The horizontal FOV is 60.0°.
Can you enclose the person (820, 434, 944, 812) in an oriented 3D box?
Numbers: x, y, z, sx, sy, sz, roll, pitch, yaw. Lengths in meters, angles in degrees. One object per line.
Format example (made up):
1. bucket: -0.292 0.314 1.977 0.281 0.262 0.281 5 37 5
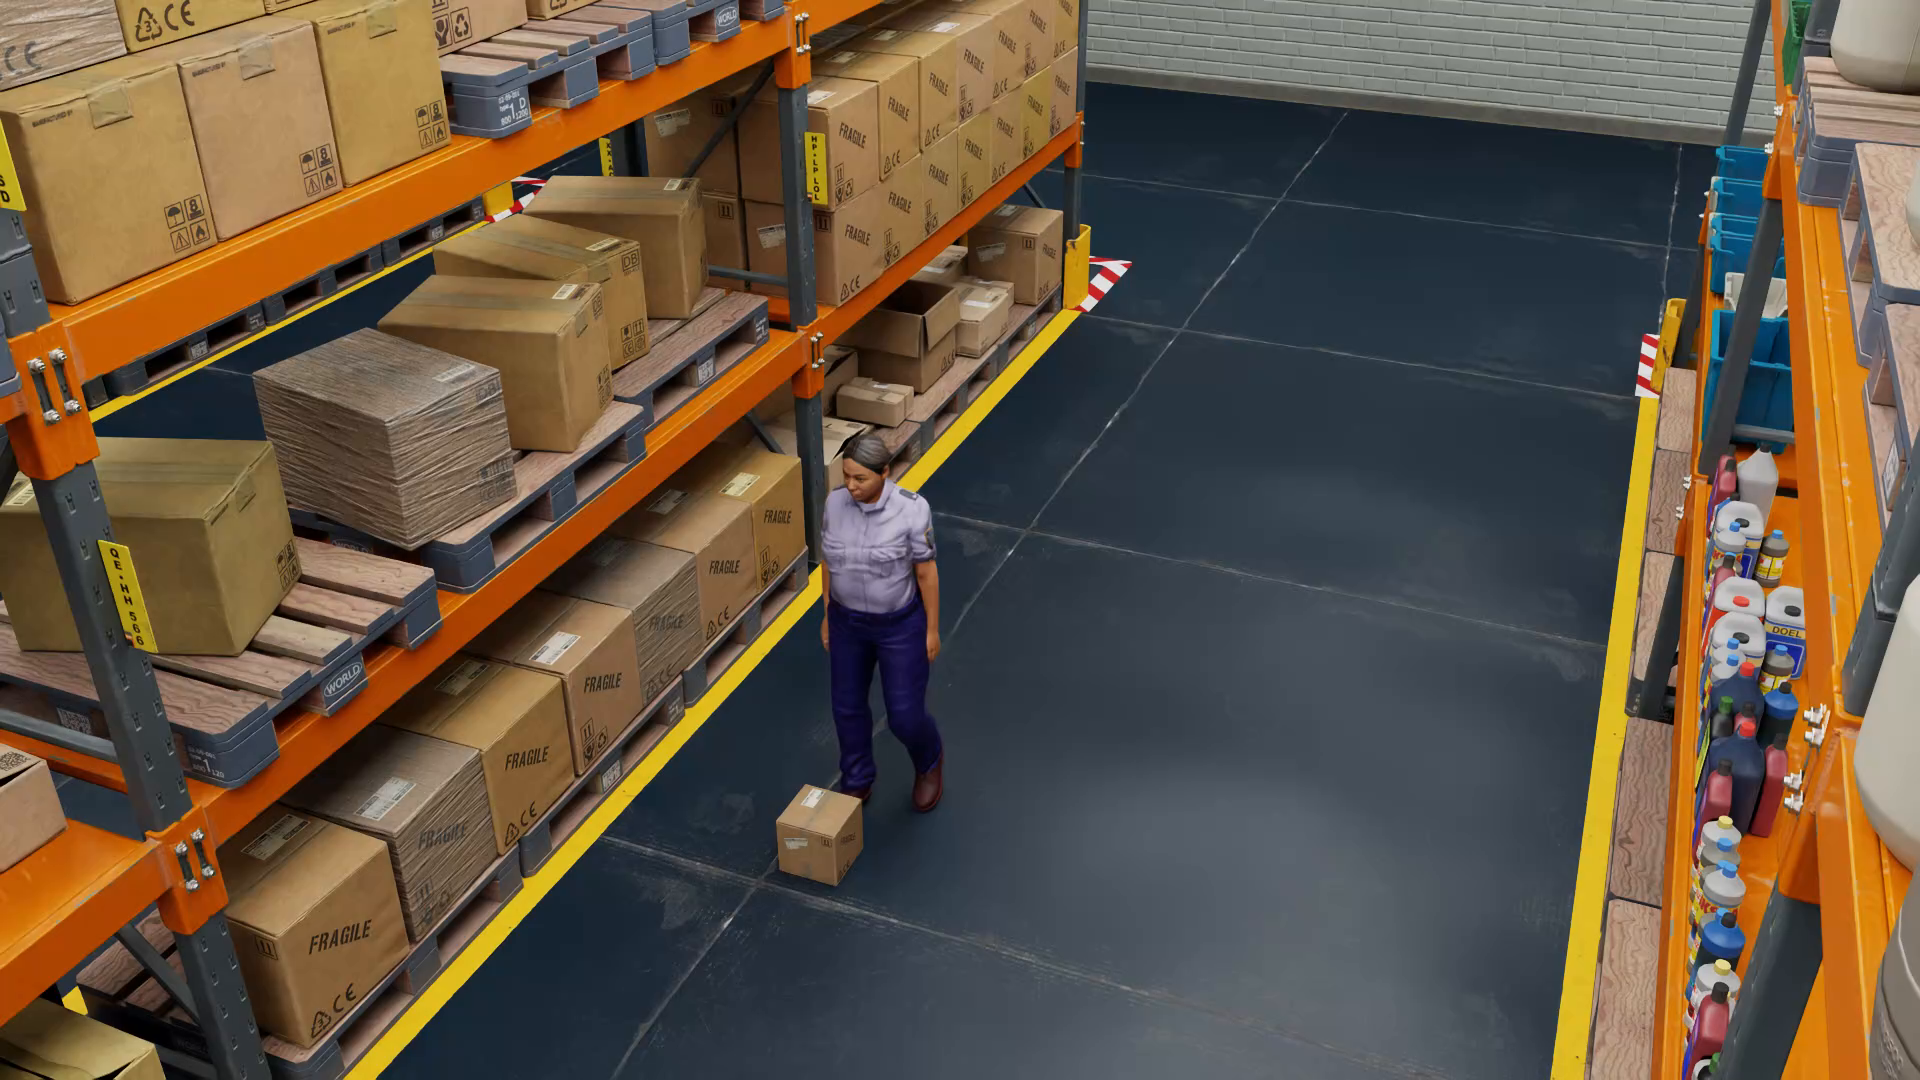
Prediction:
1. person: -0.344 0.364 6.478 0.506 1.663 0.504 11 32 19
